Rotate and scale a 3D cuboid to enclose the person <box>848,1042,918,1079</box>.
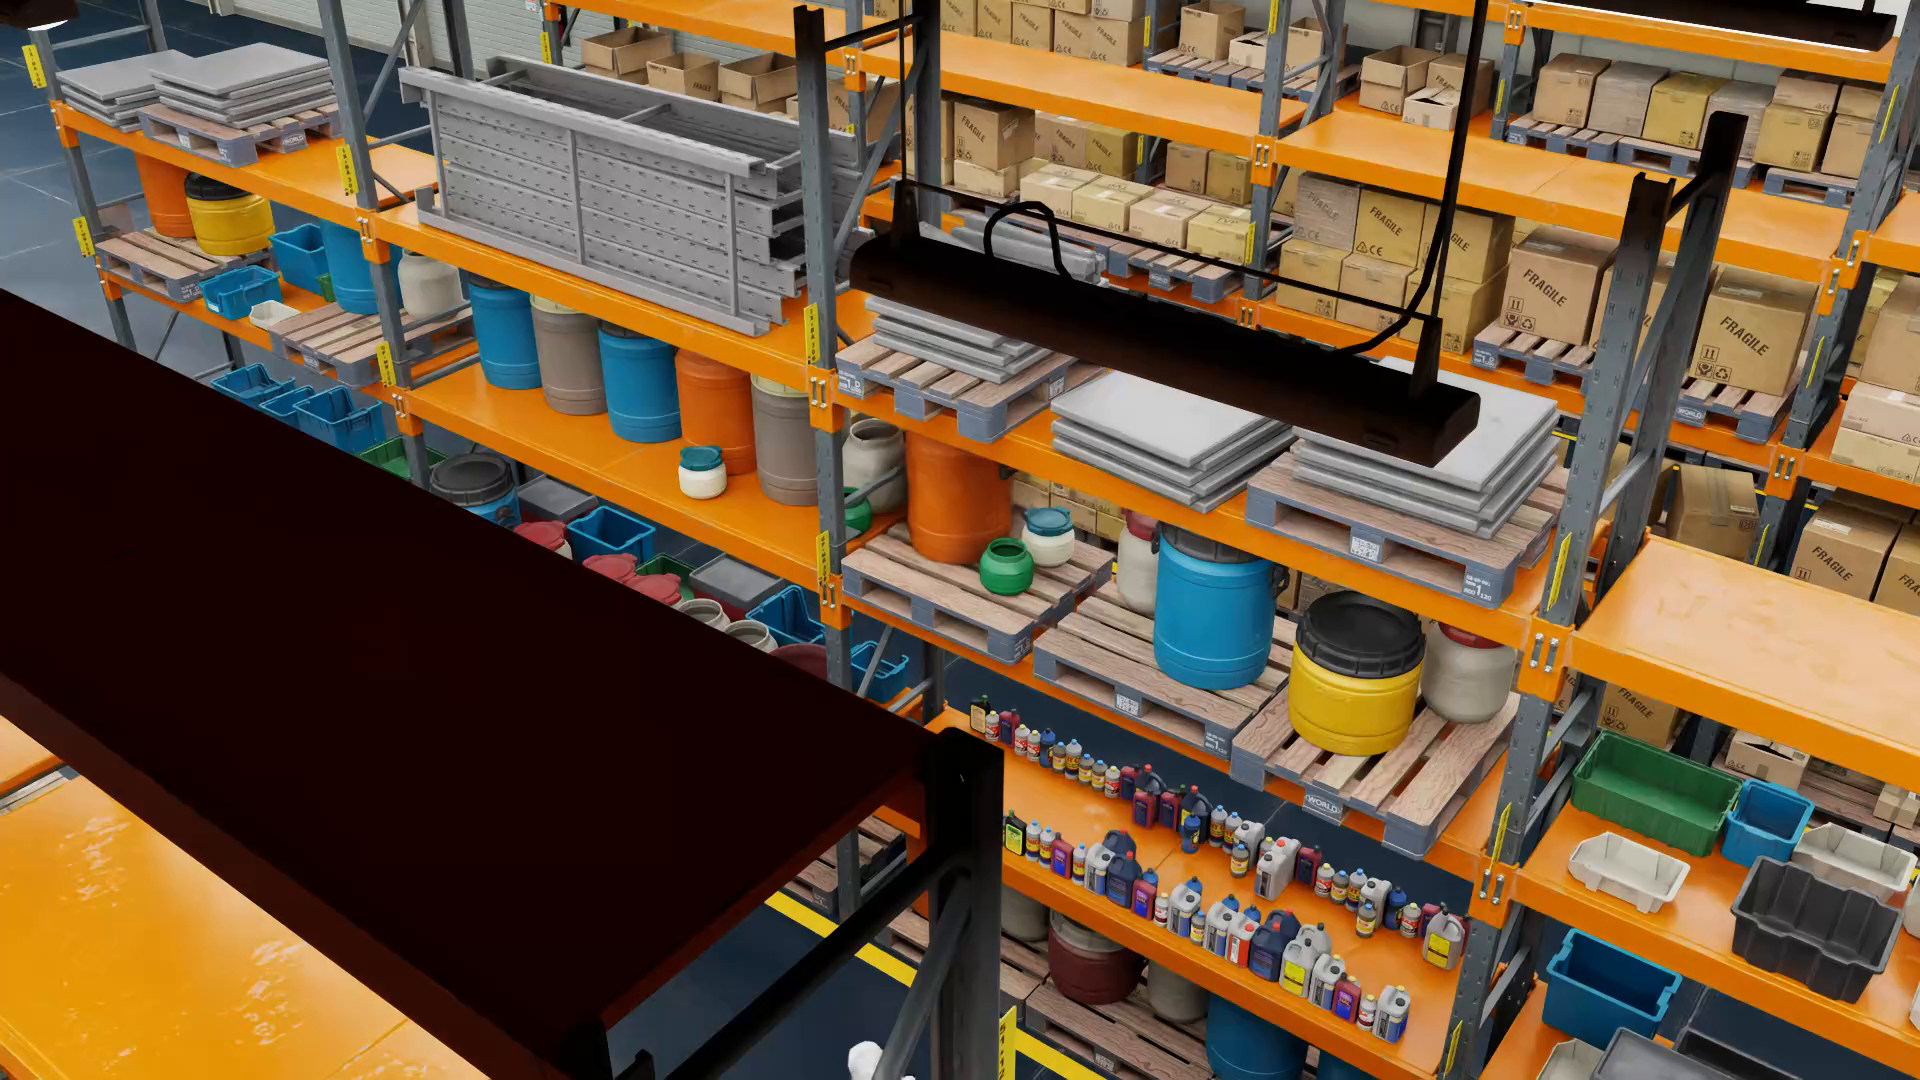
[{"bbox_3d":[-0.335,3.253,8.343,0.628,1.687,0.727,27,41,37],"label":"person"}]
